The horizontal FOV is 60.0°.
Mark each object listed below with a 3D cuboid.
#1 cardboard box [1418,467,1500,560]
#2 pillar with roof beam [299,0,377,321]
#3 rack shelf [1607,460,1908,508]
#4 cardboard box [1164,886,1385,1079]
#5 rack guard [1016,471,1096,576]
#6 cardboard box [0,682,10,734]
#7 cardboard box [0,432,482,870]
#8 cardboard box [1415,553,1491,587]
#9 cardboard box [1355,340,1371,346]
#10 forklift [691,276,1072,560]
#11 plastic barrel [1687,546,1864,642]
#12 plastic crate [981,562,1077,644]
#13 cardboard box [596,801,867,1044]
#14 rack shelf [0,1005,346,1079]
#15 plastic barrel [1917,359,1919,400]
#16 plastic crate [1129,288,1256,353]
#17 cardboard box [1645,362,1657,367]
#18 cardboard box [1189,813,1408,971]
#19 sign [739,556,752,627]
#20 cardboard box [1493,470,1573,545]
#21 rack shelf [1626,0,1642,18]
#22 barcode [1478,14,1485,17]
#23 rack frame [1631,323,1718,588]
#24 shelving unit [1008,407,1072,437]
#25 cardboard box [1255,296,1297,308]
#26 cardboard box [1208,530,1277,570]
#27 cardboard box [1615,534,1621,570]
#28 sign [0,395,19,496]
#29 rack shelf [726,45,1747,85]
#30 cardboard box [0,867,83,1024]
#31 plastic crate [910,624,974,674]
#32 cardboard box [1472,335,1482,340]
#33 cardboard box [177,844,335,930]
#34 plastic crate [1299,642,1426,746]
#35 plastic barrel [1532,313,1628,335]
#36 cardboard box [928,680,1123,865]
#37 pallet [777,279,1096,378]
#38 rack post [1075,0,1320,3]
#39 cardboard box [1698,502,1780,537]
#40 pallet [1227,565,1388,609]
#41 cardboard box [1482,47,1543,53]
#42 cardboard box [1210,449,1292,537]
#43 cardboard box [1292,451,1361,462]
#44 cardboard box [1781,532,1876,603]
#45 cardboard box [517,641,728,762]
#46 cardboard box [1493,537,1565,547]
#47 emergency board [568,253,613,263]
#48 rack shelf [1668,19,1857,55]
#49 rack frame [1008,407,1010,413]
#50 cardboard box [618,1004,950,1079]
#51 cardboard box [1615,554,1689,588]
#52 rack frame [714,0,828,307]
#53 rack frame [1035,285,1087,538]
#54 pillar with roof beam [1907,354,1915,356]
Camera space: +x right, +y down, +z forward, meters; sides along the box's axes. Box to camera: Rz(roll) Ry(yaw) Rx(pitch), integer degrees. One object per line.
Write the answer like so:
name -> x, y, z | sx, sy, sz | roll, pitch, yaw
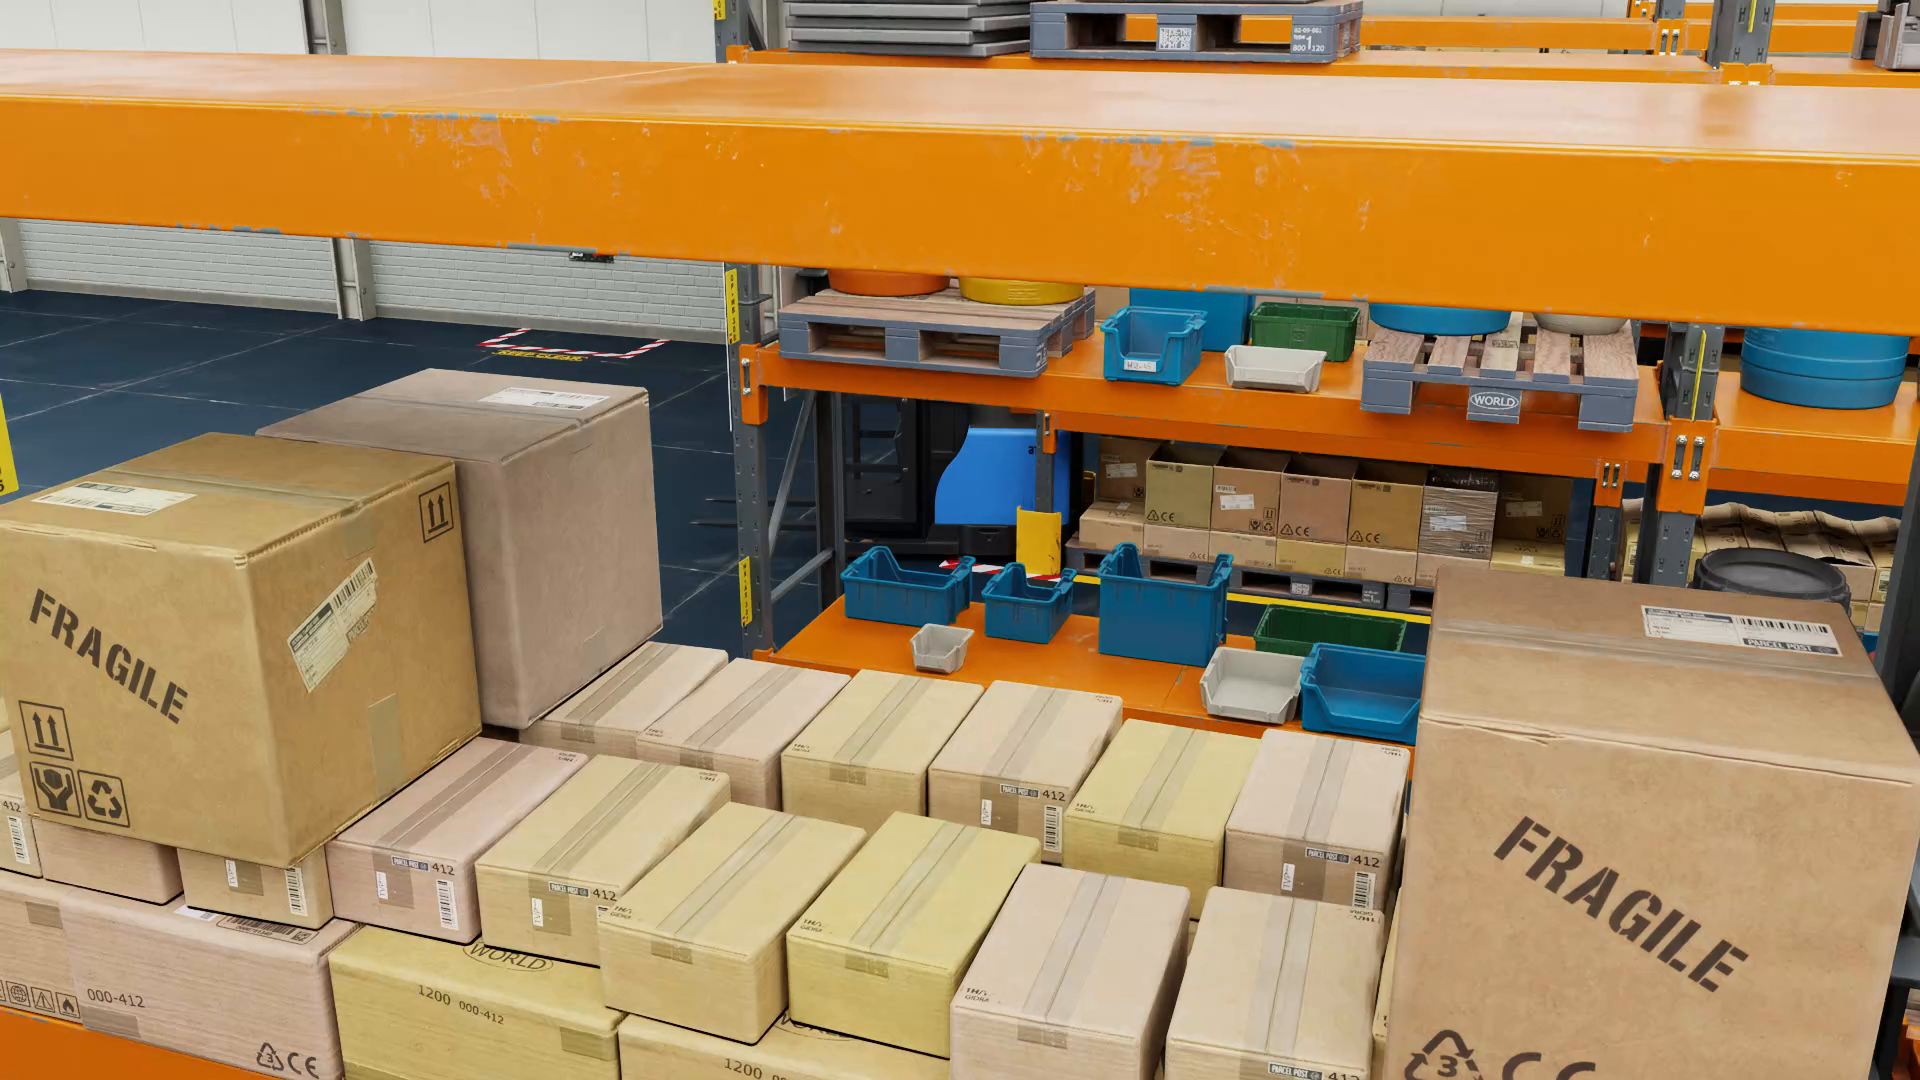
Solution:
cardboard box -> 3.596, -0.195, 11.979 | 0.500, 0.500, 0.500 | 7, 20, 18
pillar with roof beam -> -9.385, -5.858, 16.710 | 0.400, 9.000, 9.100 | 7, 20, 18
rack shelf -> 6.464, -0.346, 11.104 | 4.000, 0.370, 1.077 | 7, 20, 18
cardboard box -> 0.430, 0.642, 2.243 | 0.250, 0.149, 0.380 | 5, 20, 15
rack guard -> 0.773, -0.156, 13.263 | 0.348, 0.500, 1.175 | 7, 20, 18
cardboard box -> -1.782, 0.361, 3.048 | 0.250, 0.149, 0.380 | 6, 20, 17
cardboard box -> -1.145, 0.150, 2.667 | 0.500, 0.500, 0.500 | 6, 20, 18
cardboard box -> 3.596, 0.160, 12.101 | 0.500, 0.250, 0.500 | 7, 20, 18
cardboard box -> 2.796, -1.383, 11.849 | 0.250, 0.149, 0.380 | 7, 20, 20
forklift -> -0.623, -1.395, 13.124 | 3.031, 2.935, 1.130 | 1, 19, 3
plastic barrel -> 3.211, 0.538, 6.715 | 0.708, 0.901, 0.600 | 7, 20, 18
plastic crate -> 0.349, 0.309, 8.357 | 0.408, 0.251, 0.499 | 7, 20, 18
cardboard box -> -0.329, 0.558, 2.482 | 0.250, 0.149, 0.380 | 8, 21, 21
rack shelf -> -0.569, 0.886, 3.014 | 4.000, 0.370, 1.077 | 7, 20, 18
plastic barrel -> 4.115, -0.957, 6.445 | 0.600, 0.901, 0.600 | 0, 19, 0
plastic crate -> 1.067, -1.090, 7.614 | 0.575, 0.384, 0.392 | 7, 20, 18
cardboard box -> 6.897, -1.395, 16.150 | 0.500, 0.500, 0.700 | 7, 20, 20
cardboard box -> 0.478, 0.649, 2.828 | 0.500, 0.250, 0.500 | 6, 20, 18
sign -> -1.018, 0.246, 7.892 | 0.005, 0.325, 0.100 | 7, 20, 18
cardboard box -> 4.239, -0.303, 12.288 | 0.500, 0.500, 0.500 | 7, 20, 18
rack shelf -> 4.307, -5.150, 15.776 | 4.000, 0.370, 1.077 | 7, 20, 18
barcode -> 5.025, -5.039, 16.033 | 0.075, 0.075, 0.001 | 7, 20, 18
rack frame -> 2.945, 0.638, 7.188 | 0.127, 3.000, 1.000 | 7, 20, 18
shelving unit -> 0.638, -0.883, 13.307 | 0.503, 2.100, 0.431 | 10, 22, 6
cardboard box -> 2.258, -1.824, 12.128 | 0.500, 0.500, 0.700 | 7, 20, 18
cardboard box -> 2.175, 0.001, 12.556 | 0.500, 0.250, 0.500 | 7, 20, 18
cardboard box -> 5.061, 0.153, 12.118 | 0.500, 0.250, 0.500 | 6, 20, 18
sign -> -2.257, -0.259, 3.859 | 0.005, 0.325, 0.100 | 7, 20, 18
rack shelf -> 1.056, -1.882, 7.004 | 4.000, 0.370, 1.077 | 7, 20, 18
cardboard box -> -1.599, 0.587, 3.006 | 0.500, 0.250, 0.500 | 6, 20, 17
plastic crate -> -0.093, 0.528, 7.906 | 0.250, 0.136, 0.298 | 7, 20, 18
cardboard box -> 3.675, -1.661, 11.662 | 0.500, 0.500, 0.700 | 6, 20, 18
cardboard box -> -1.057, 0.465, 2.750 | 0.250, 0.149, 0.380 | 6, 20, 16
plastic crate -> 1.811, 0.673, 7.313 | 0.616, 0.251, 0.499 | 7, 20, 18
plastic barrel -> 2.603, -1.137, 6.915 | 0.421, 0.512, 0.421 | 0, 19, 0
cardboard box -> 0.122, 0.401, 2.933 | 0.250, 0.149, 0.380 | 6, 20, 17
pallet -> -0.084, -1.001, 7.621 | 1.213, 0.211, 1.003 | 7, 20, 18
rack post -> 1.007, -2.391, 6.880 | 0.954, 0.300, 0.937 | 6, 20, 17
cardboard box -> 5.545, -0.057, 11.871 | 0.500, 0.311, 0.500 | 7, 20, 20
pallet -> 2.681, 0.185, 12.724 | 1.213, 0.211, 1.003 | 7, 20, 18
cardboard box -> 5.110, -4.413, 15.421 | 0.500, 0.500, 0.500 | 8, 21, 21
cardboard box -> 2.179, -0.357, 12.443 | 0.500, 0.500, 0.500 | 7, 20, 18
cardboard box -> 2.822, -0.464, 12.751 | 0.500, 0.500, 0.500 | 7, 20, 18
cardboard box -> 5.844, 0.167, 11.227 | 0.500, 0.311, 0.500 | 6, 20, 16
cardboard box -> -0.624, 0.332, 3.131 | 0.250, 0.149, 0.380 | 5, 20, 15
cardboard box -> 4.236, 0.054, 12.402 | 0.500, 0.250, 0.500 | 7, 20, 18
emergency board -> -4.626, -3.994, 20.478 | 0.643, 1.169, 0.194 | 7, 20, 18
rack shelf -> 6.464, -2.990, 10.182 | 4.000, 0.370, 1.077 | 7, 20, 18
rack frame -> 0.399, -0.926, 13.332 | 0.015, 2.100, 0.400 | 10, 22, 6
cardboard box -> -0.169, 0.752, 2.533 | 0.500, 0.250, 0.500 | 6, 20, 18
cardboard box -> 4.874, 0.319, 11.642 | 0.500, 0.250, 0.500 | 6, 20, 17
rack frame -> -0.833, -2.627, 7.440 | 0.127, 3.000, 1.000 | 7, 20, 18
rack frame -> 0.796, -1.333, 12.844 | 0.127, 3.000, 1.000 | 7, 20, 18
pillar with roof beam -> 7.618, -3.914, 11.132 | 0.400, 9.000, 9.100 | 7, 20, 18
